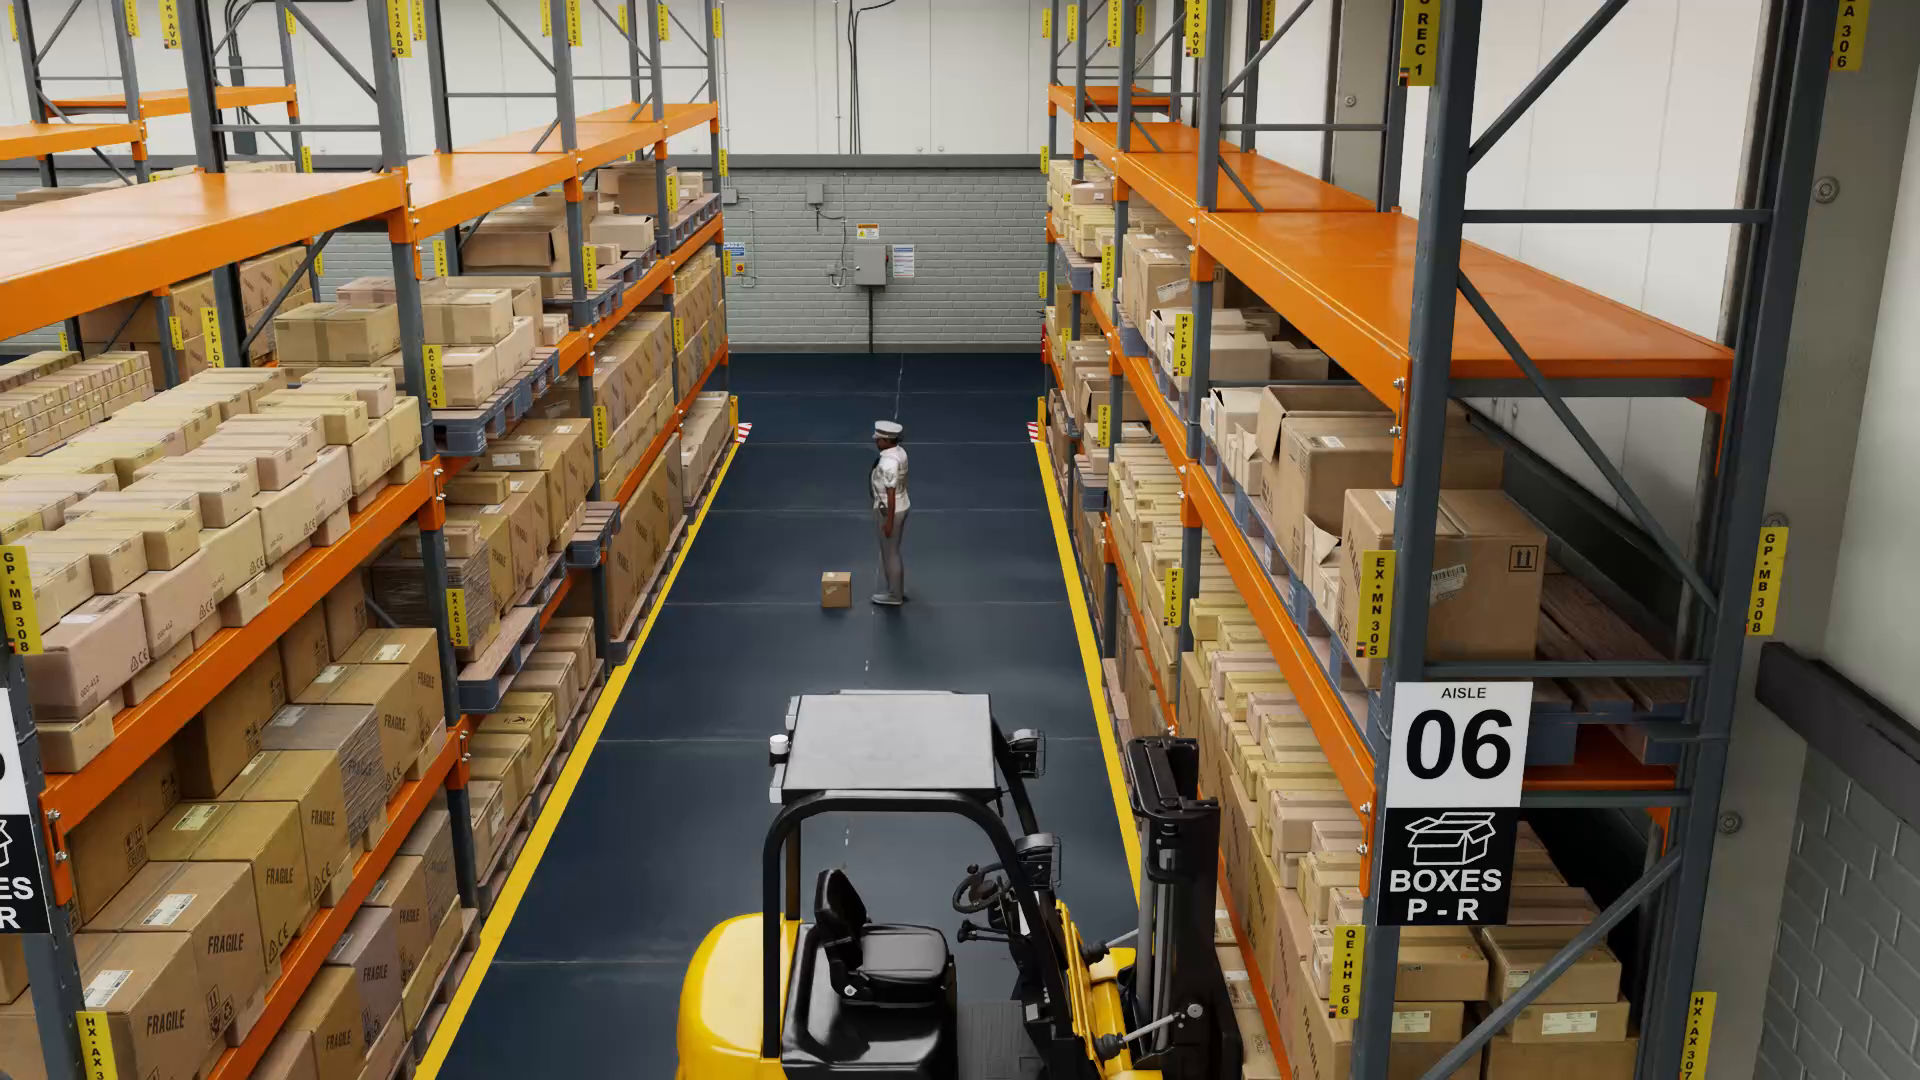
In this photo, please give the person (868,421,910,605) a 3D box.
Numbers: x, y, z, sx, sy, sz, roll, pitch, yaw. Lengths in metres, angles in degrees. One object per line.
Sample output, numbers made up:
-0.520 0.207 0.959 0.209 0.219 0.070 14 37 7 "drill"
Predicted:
-0.629 -0.226 14.838 0.371 1.722 0.545 3 18 10 "person"
